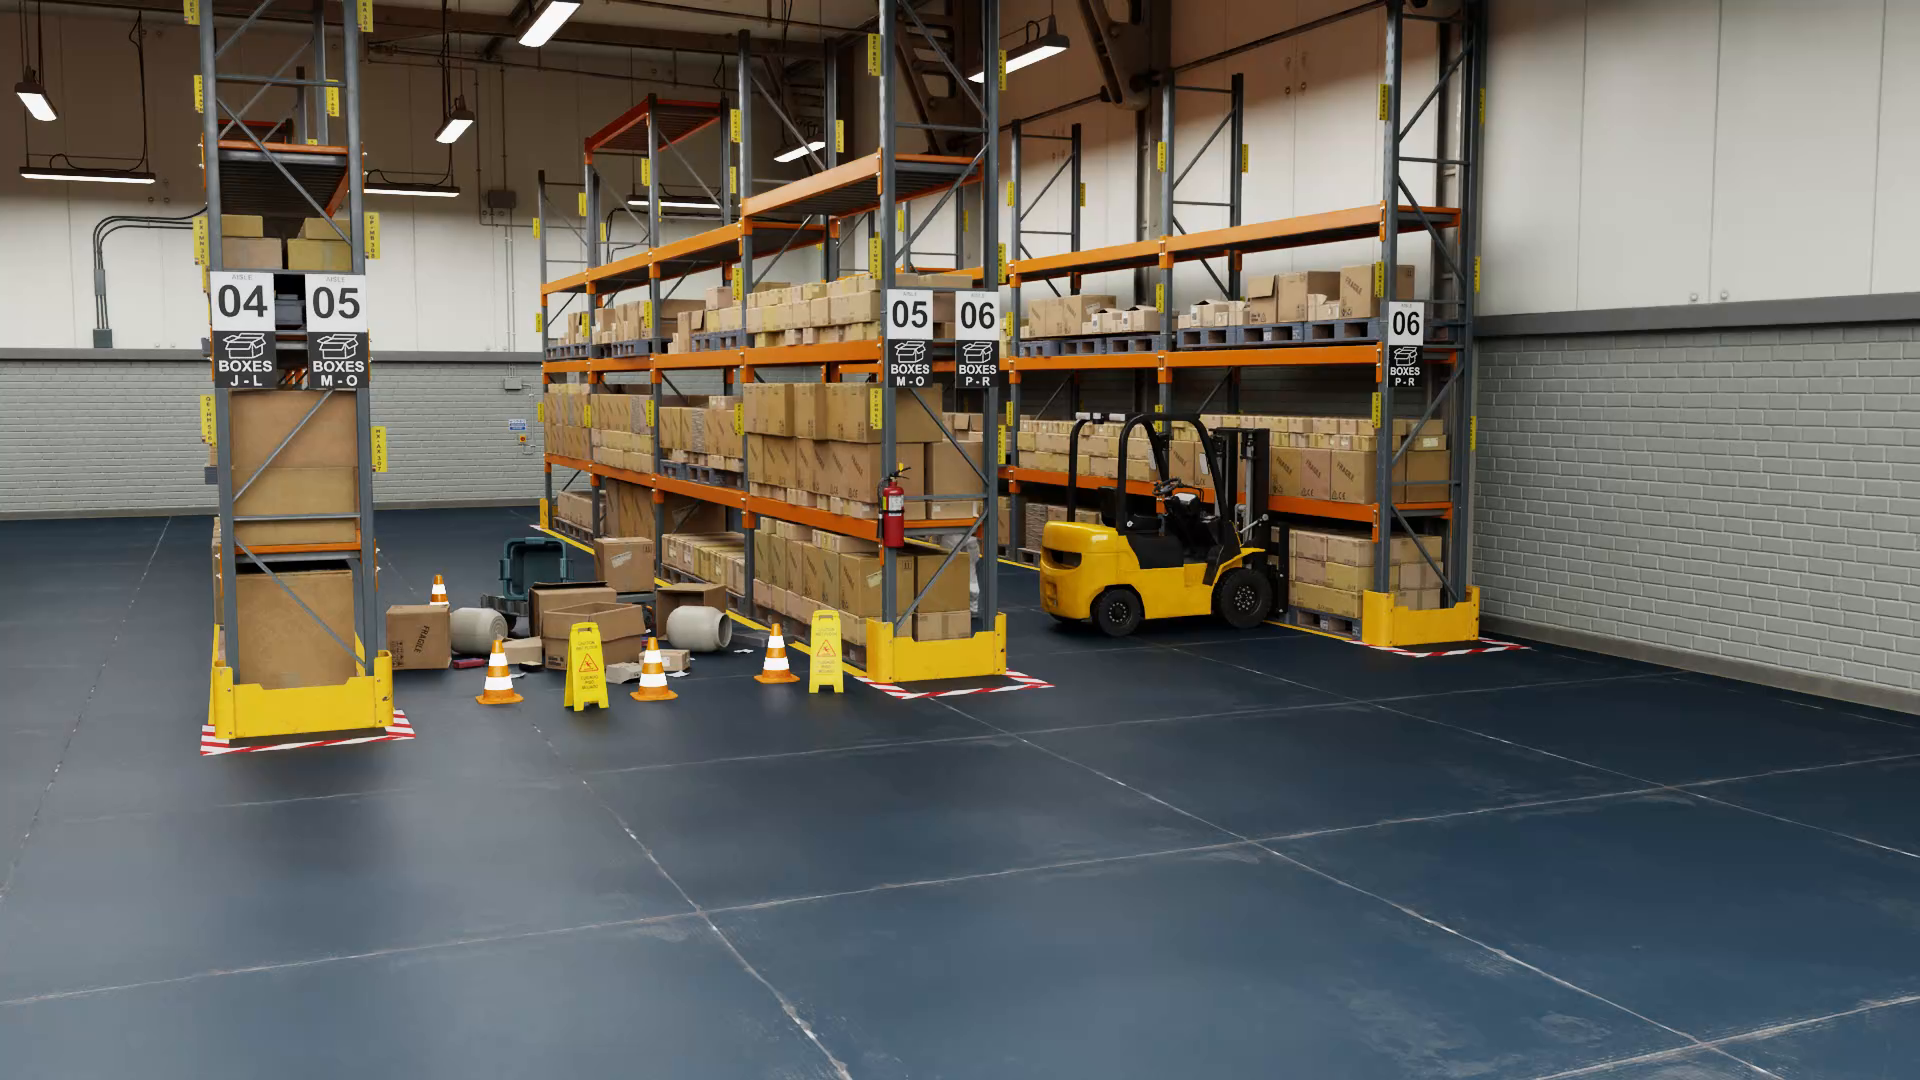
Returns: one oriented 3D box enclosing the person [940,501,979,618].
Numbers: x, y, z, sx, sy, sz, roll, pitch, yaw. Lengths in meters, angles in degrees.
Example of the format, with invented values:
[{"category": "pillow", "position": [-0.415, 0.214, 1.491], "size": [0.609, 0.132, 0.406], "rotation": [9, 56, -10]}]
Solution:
[{"category": "person", "position": [-0.053, -0.078, 17.434], "size": [0.494, 1.783, 0.557], "rotation": [-2, 6, -24]}]
